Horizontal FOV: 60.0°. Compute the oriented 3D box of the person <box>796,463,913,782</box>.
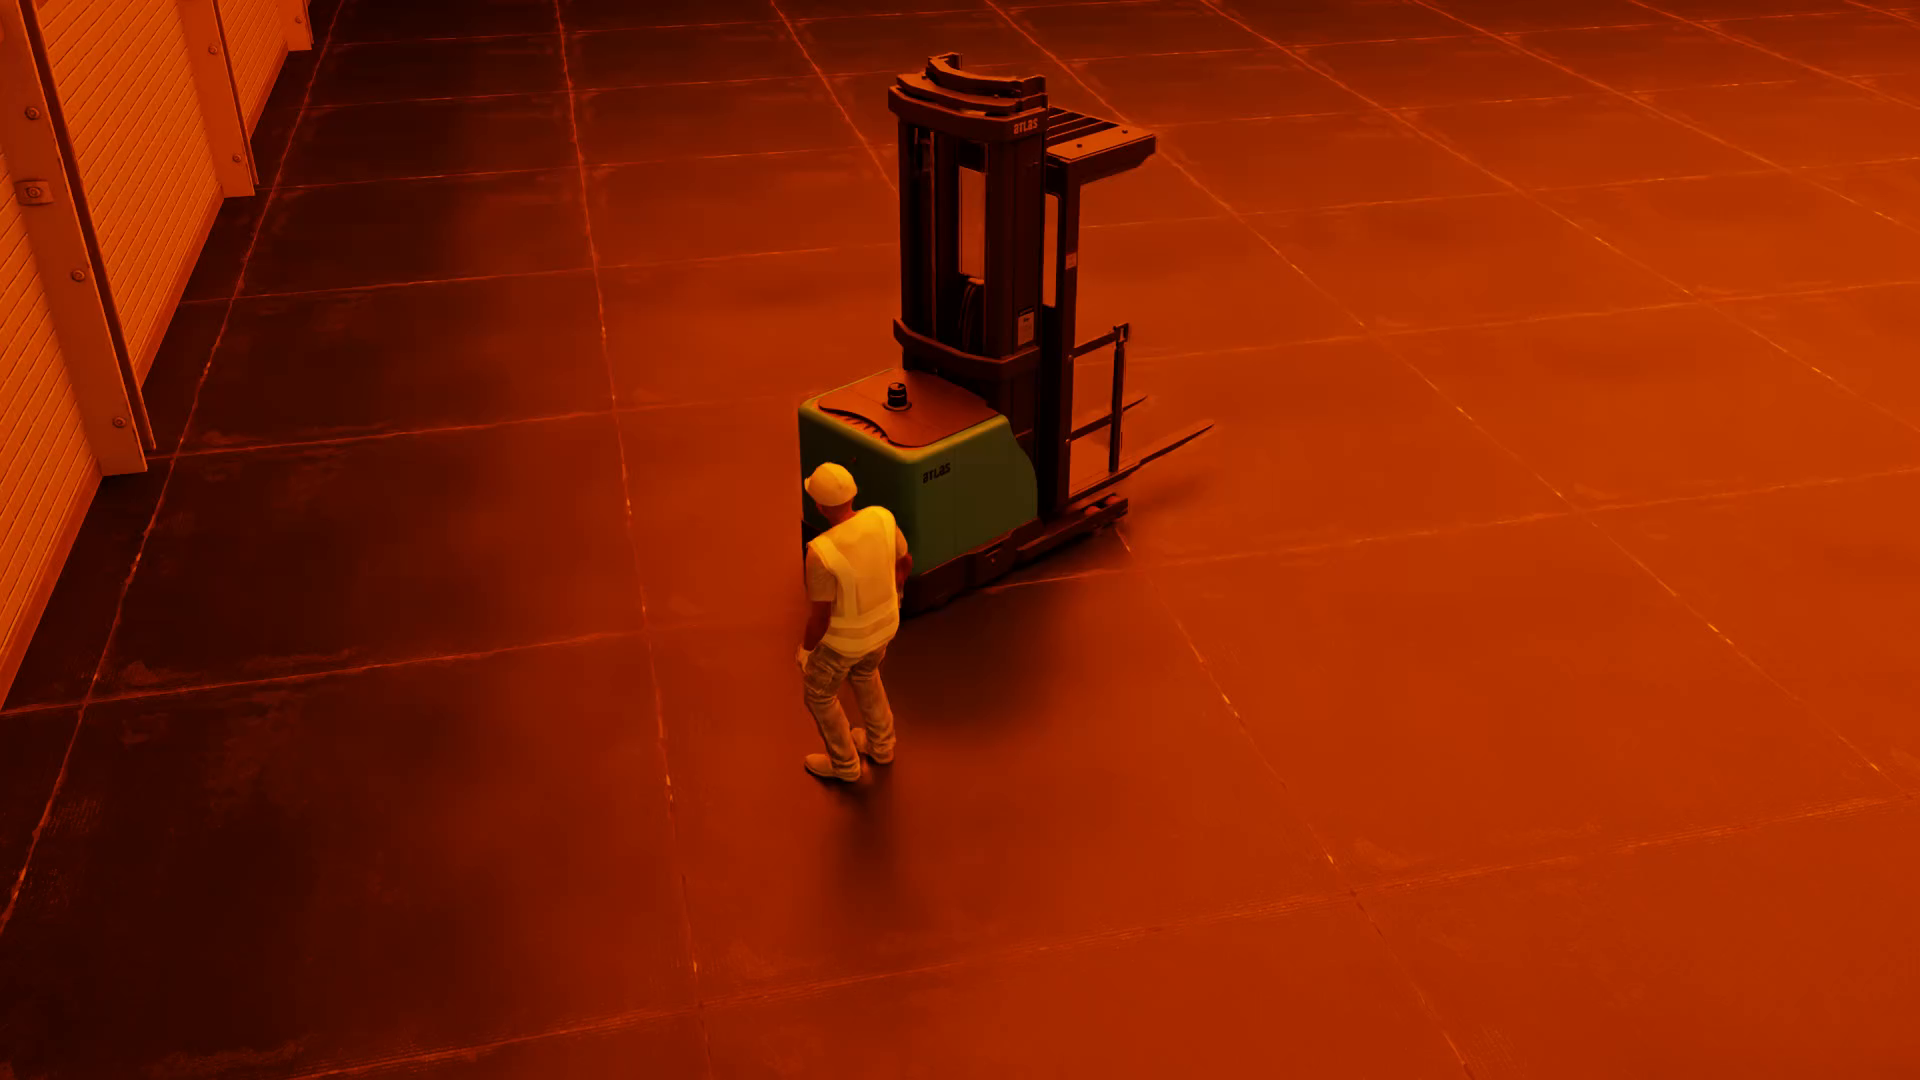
[{"bbox_3d":[-0.519,0.407,8.067,0.731,1.753,0.415,-26,39,-38],"label":"person"}]

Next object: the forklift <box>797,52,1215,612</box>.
[{"bbox_3d":[0.439,-1.481,10.133,3.031,2.935,1.130,-26,39,-37],"label":"forklift"}]
